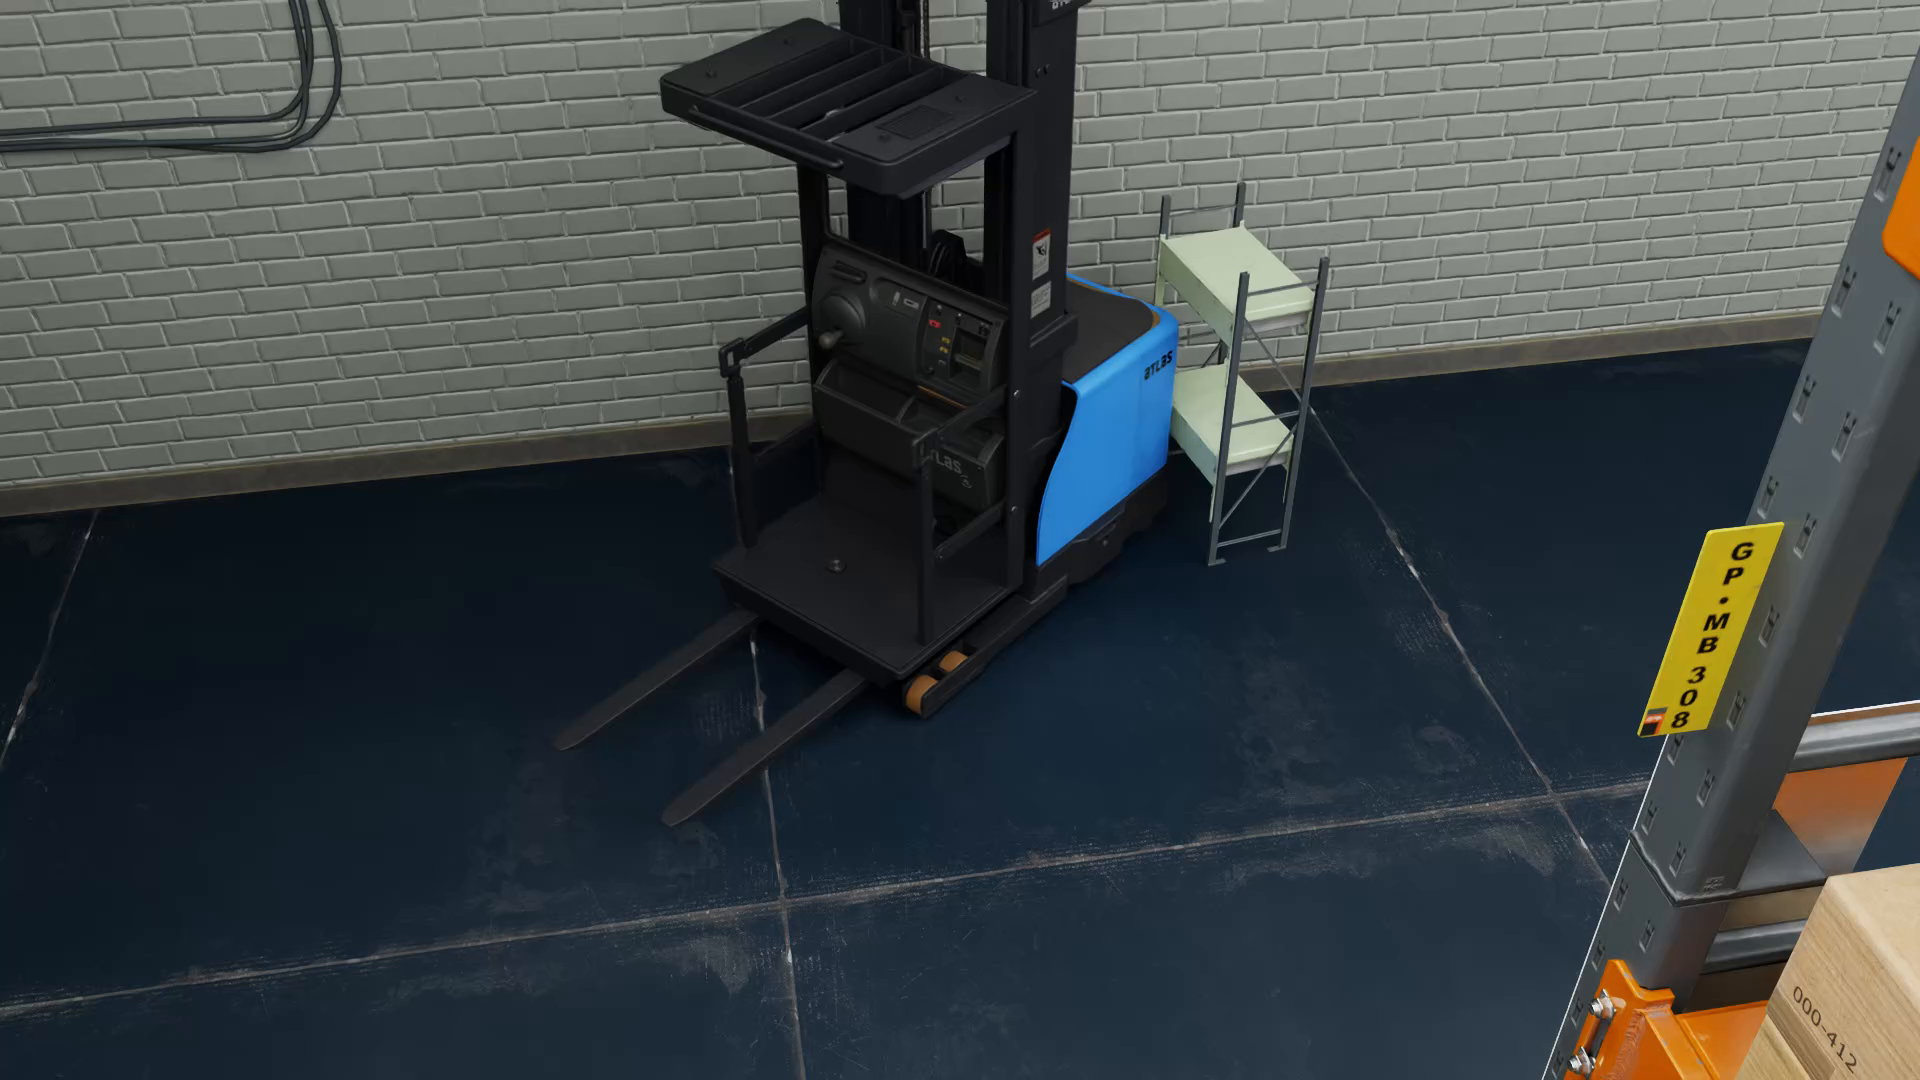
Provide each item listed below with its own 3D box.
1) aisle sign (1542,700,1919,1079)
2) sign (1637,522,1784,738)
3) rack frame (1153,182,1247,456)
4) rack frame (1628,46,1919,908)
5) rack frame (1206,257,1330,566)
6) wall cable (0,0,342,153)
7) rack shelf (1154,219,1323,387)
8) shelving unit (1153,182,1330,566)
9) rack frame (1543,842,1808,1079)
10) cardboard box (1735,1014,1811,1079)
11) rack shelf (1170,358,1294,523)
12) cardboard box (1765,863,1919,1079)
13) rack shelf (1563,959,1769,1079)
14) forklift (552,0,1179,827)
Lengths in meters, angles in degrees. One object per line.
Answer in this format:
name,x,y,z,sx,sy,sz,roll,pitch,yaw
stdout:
aisle sign,1.136,0.549,2.480,0.394,0.787,0.004,-6,38,-8
sign,0.902,0.114,2.001,0.100,0.325,0.005,-6,38,-8
rack frame,1.071,-0.942,7.740,0.400,1.500,0.023,-12,40,-15
rack frame,1.437,-0.784,1.424,1.000,3.000,0.127,-6,38,-8
rack frame,1.318,-0.519,7.196,0.400,1.500,0.023,-12,40,-15
wall cable,-4.079,-2.477,6.135,3.097,2.526,0.112,-6,38,-8
rack shelf,1.195,-1.039,7.228,0.431,0.370,0.720,-12,40,-15
shelving unit,1.195,-0.730,7.468,0.431,1.500,0.755,-12,40,-15
rack frame,1.437,1.585,3.265,1.000,3.000,0.127,-6,38,-8
cardboard box,1.276,0.797,1.956,0.500,0.250,0.500,-6,38,-8
rack shelf,1.195,-0.473,7.668,0.431,0.370,0.720,-12,40,-15
cardboard box,1.270,0.601,1.802,0.500,0.250,0.500,-6,38,-8
rack shelf,1.787,1.893,1.010,1.077,0.370,4.000,-6,38,-8
forklift,-0.348,-0.785,6.371,1.130,2.935,3.031,27,45,30
